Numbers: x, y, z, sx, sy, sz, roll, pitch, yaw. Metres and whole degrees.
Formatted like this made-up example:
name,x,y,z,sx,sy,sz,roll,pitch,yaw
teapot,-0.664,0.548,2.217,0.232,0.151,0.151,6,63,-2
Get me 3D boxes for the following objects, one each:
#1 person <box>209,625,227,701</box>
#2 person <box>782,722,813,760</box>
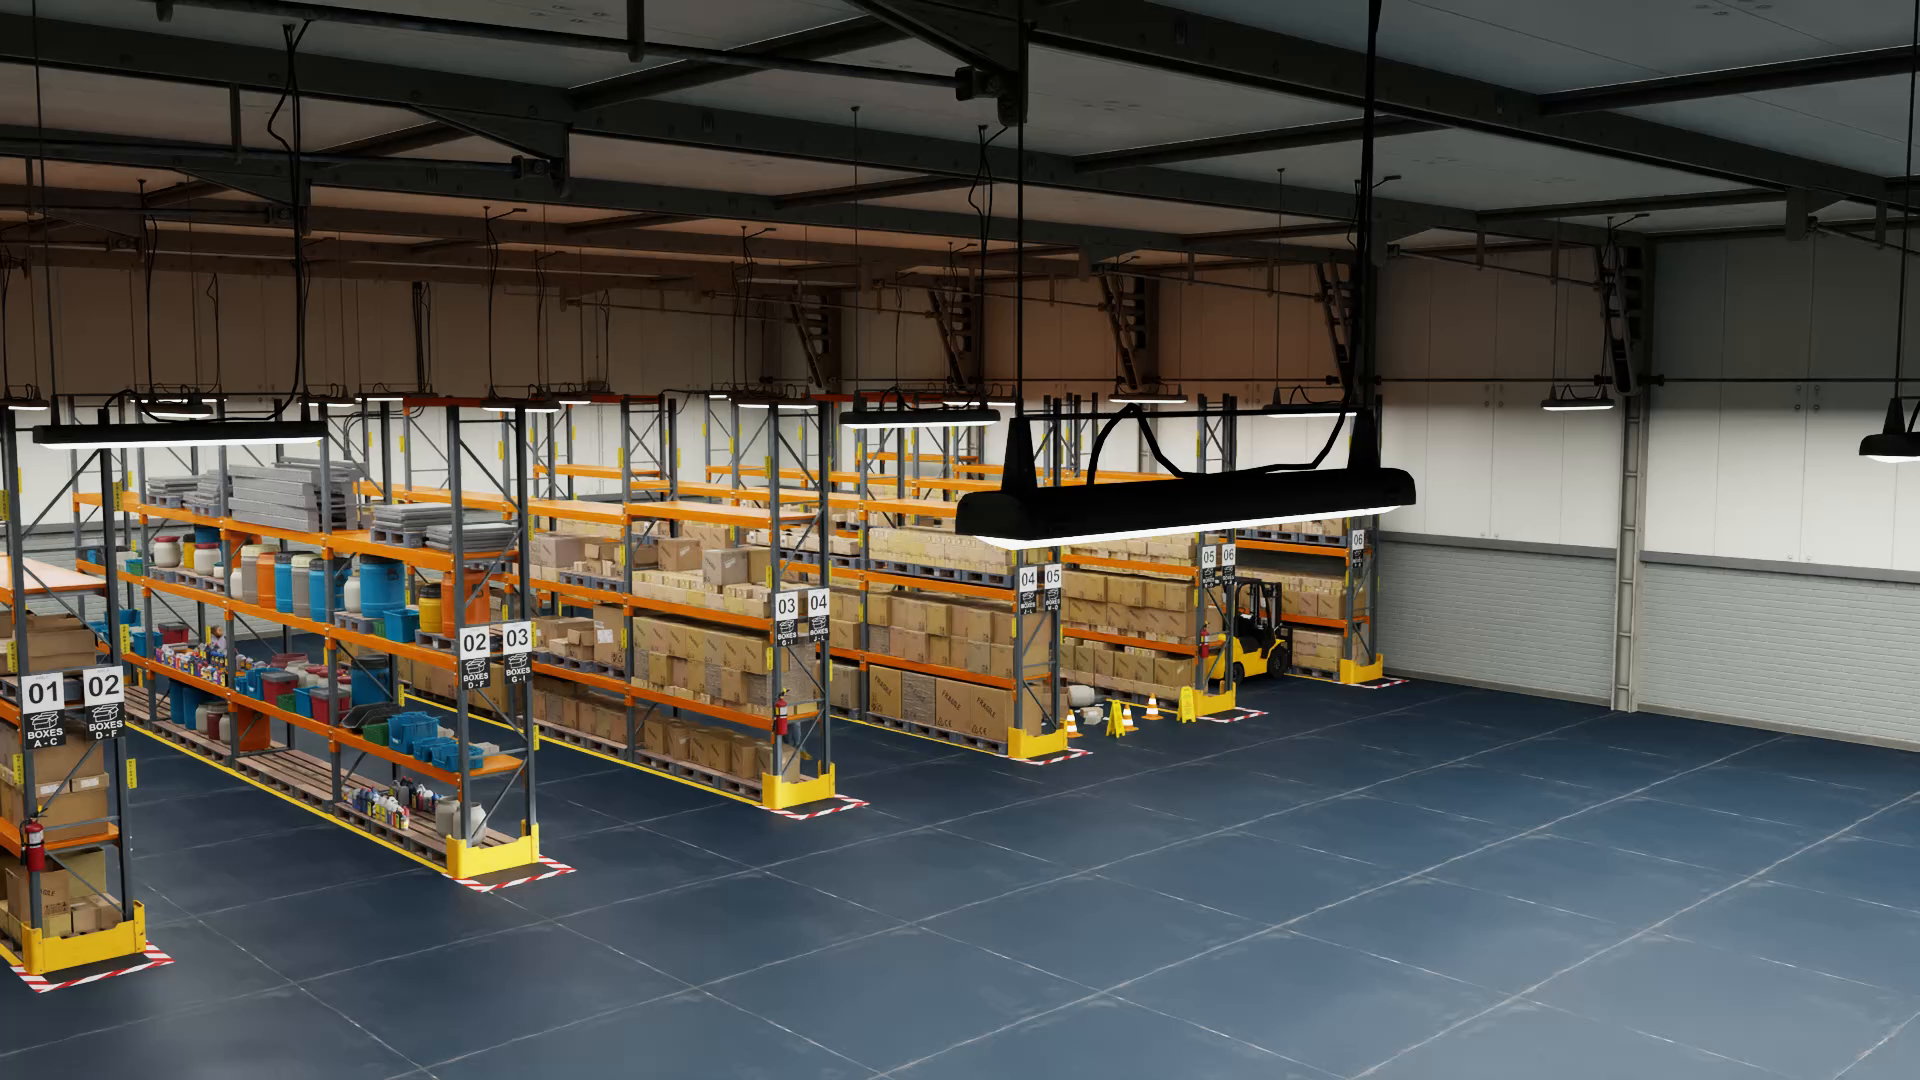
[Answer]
name,x,y,z,sx,sy,sz,roll,pitch,yaw
person,-14.359,2.418,32.184,1.069,1.580,0.521,3,6,31
person,-2.744,2.759,27.986,0.728,1.769,0.588,2,6,21
